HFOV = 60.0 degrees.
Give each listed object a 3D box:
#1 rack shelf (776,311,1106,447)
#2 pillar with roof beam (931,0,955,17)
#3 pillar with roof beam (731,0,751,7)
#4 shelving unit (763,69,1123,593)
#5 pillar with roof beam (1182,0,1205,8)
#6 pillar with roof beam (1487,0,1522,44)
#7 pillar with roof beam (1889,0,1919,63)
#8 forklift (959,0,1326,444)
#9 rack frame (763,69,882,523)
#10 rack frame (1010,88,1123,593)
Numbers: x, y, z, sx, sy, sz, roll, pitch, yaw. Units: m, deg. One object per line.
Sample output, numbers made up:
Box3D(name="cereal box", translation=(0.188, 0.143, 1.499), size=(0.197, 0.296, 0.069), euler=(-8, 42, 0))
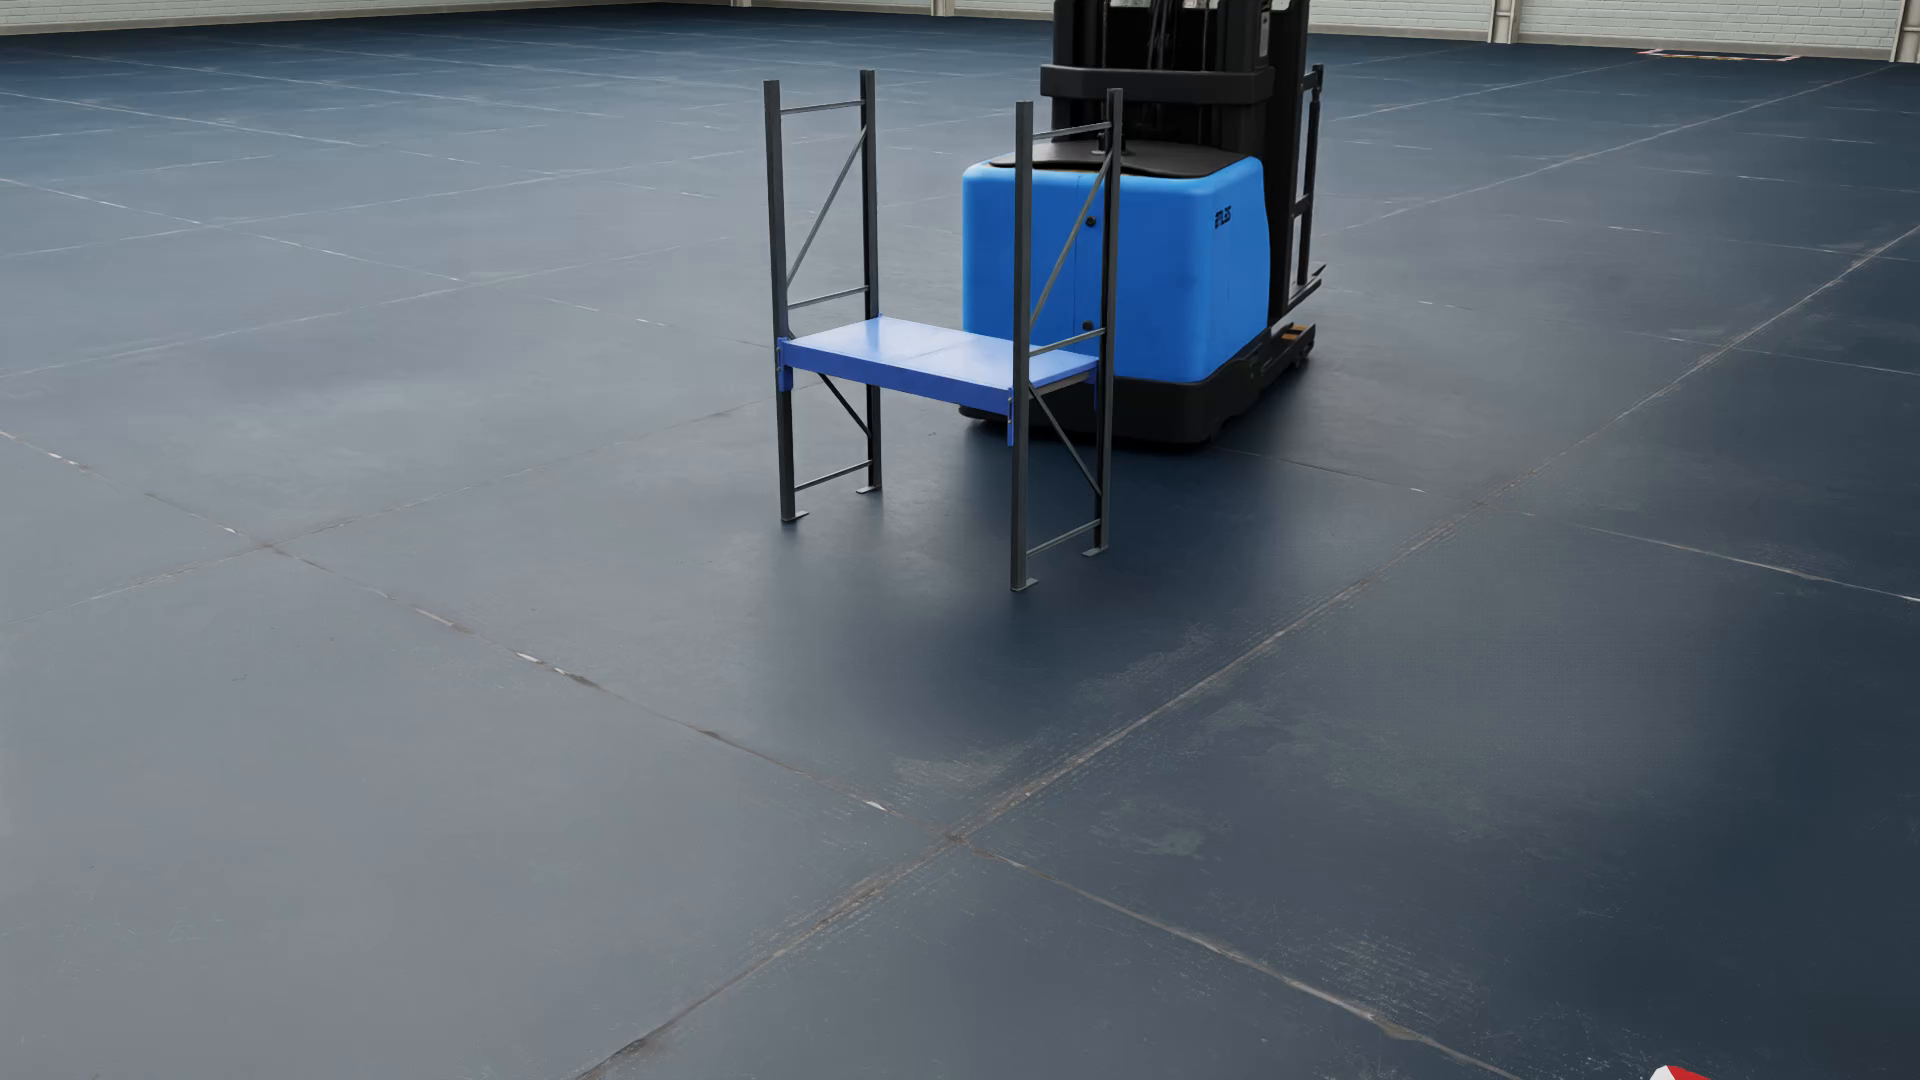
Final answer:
Box3D(name="rack shelf", translation=(-0.066, -0.552, 5.517), size=(1.000, 0.185, 0.538), euler=(16, 26, 36))
Box3D(name="pillar with roof beam", translation=(-3.074, -13.912, 29.808), size=(0.400, 9.000, 9.100), euler=(16, 26, 36))
Box3D(name="pillar with roof beam", translation=(-7.723, -15.251, 33.357), size=(0.400, 9.000, 9.100), euler=(16, 26, 36))
Box3D(name="shelving unit", translation=(-0.066, -0.721, 5.454), size=(1.048, 1.500, 0.538), euler=(16, 26, 36))
Box3D(name="pillar with roof beam", translation=(1.574, -12.574, 26.258), size=(0.400, 9.000, 9.100), euler=(16, 26, 36))
Box3D(name="pillar with roof beam", translation=(6.222, -11.235, 22.708), size=(0.400, 9.000, 9.100), euler=(16, 26, 36))
Box3D(name="pillar with roof beam", translation=(10.871, -9.896, 19.158), size=(0.400, 9.000, 9.100), euler=(16, 26, 36))
Box3D(name="forklift", translation=(1.056, -2.228, 7.422), size=(1.130, 2.935, 3.031), euler=(9, 22, 22))
Box3D(name="rack frame", translation=(-0.460, -0.834, 5.755), size=(0.032, 1.500, 0.500), euler=(16, 26, 36))
Box3D(name="rack frame", translation=(0.328, -0.607, 5.153), size=(0.032, 1.500, 0.500), euler=(16, 26, 36))
